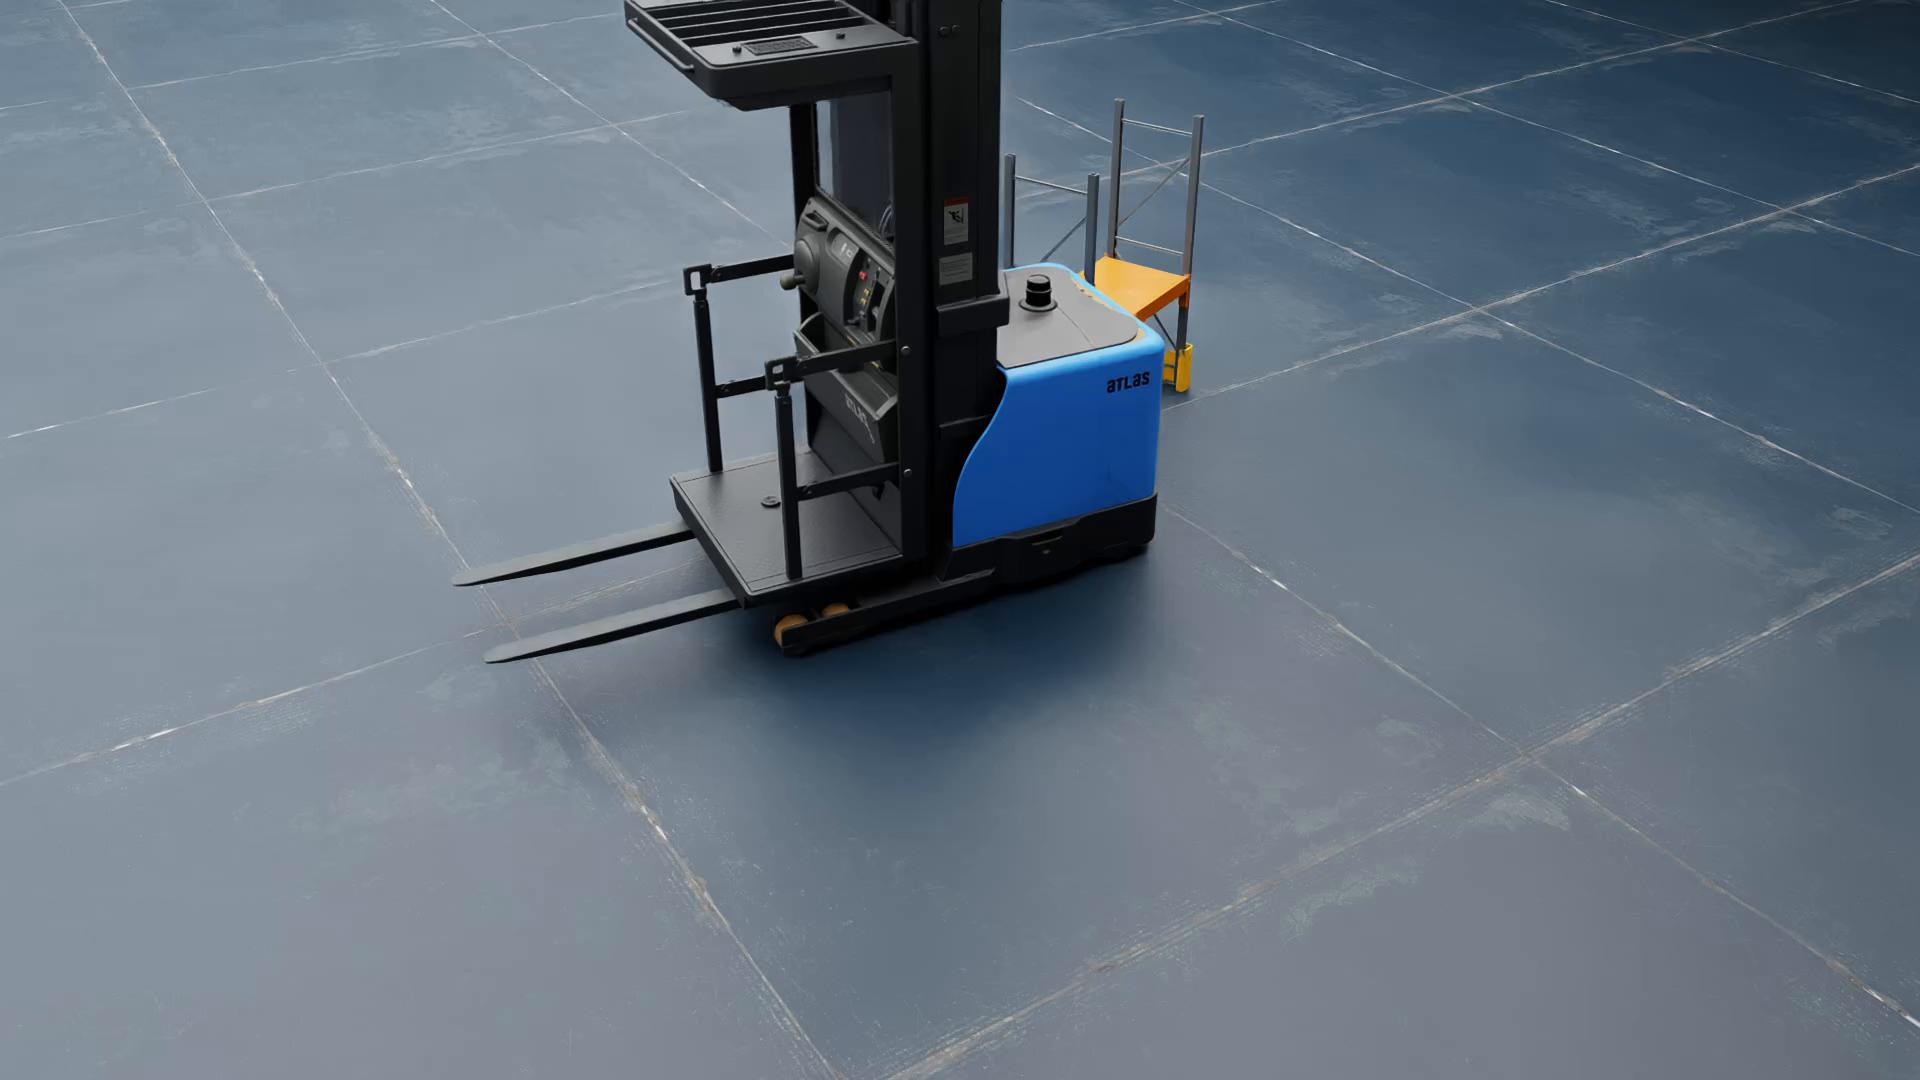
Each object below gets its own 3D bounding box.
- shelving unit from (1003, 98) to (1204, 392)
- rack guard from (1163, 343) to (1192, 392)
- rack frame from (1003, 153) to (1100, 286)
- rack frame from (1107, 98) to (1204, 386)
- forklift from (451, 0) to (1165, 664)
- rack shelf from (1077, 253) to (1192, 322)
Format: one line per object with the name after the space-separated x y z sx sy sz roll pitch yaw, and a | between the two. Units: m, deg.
0.708 -1.323 8.441 0.587 1.500 1.083 20 38 29 | shelving unit
0.992 -1.012 9.121 0.587 0.250 0.087 20 38 29 | rack guard
0.423 -1.104 8.095 0.500 1.500 0.032 20 38 29 | rack frame
1.003 -1.550 8.801 0.500 1.500 0.032 20 38 29 | rack frame
-0.658 -1.081 6.716 3.031 2.935 1.130 -15 35 -22 | forklift
0.713 -1.175 8.544 0.538 0.185 1.000 20 38 29 | rack shelf
